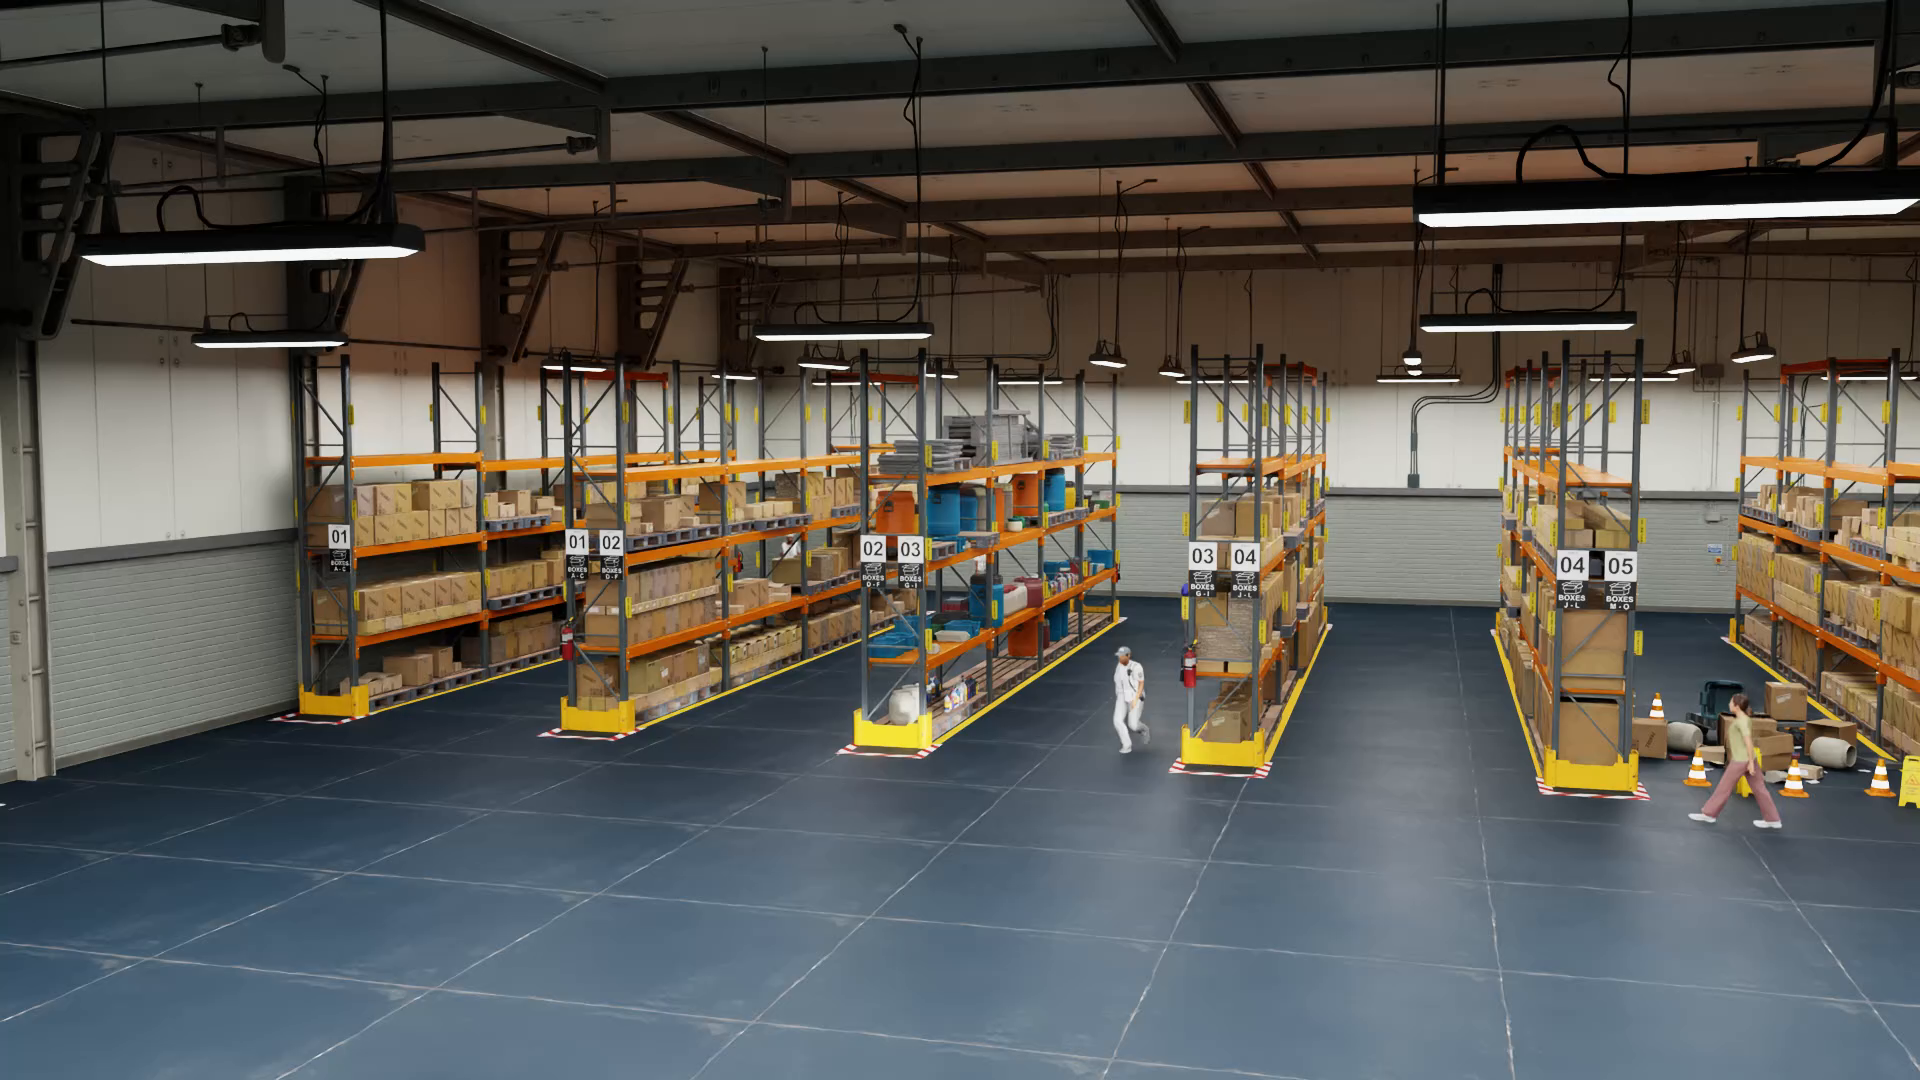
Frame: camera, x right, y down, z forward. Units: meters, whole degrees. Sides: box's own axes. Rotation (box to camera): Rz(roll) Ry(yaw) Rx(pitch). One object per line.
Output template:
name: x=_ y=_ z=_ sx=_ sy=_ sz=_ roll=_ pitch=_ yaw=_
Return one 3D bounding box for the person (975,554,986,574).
person: x=0.594 y=0.835 z=44.340 sx=0.412 sy=1.701 sz=0.464 roll=1 pitch=5 yaw=19

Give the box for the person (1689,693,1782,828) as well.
person: x=9.457 y=2.672 z=20.213 sx=1.020 sy=1.568 sz=0.476 roll=3 pitch=5 yaw=35

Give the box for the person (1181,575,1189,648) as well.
person: x=5.009 y=1.496 z=35.971 sx=0.433 sy=1.589 sz=1.063 roll=0 pitch=4 yaw=6

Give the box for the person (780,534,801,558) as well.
person: x=-4.707 y=0.653 z=46.246 sx=0.631 sy=1.738 sz=1.087 roll=0 pitch=4 yaw=1

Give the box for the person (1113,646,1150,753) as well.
person: x=2.550 y=2.363 z=24.876 sx=0.519 sy=1.577 sz=0.688 roll=3 pitch=5 yaw=38
